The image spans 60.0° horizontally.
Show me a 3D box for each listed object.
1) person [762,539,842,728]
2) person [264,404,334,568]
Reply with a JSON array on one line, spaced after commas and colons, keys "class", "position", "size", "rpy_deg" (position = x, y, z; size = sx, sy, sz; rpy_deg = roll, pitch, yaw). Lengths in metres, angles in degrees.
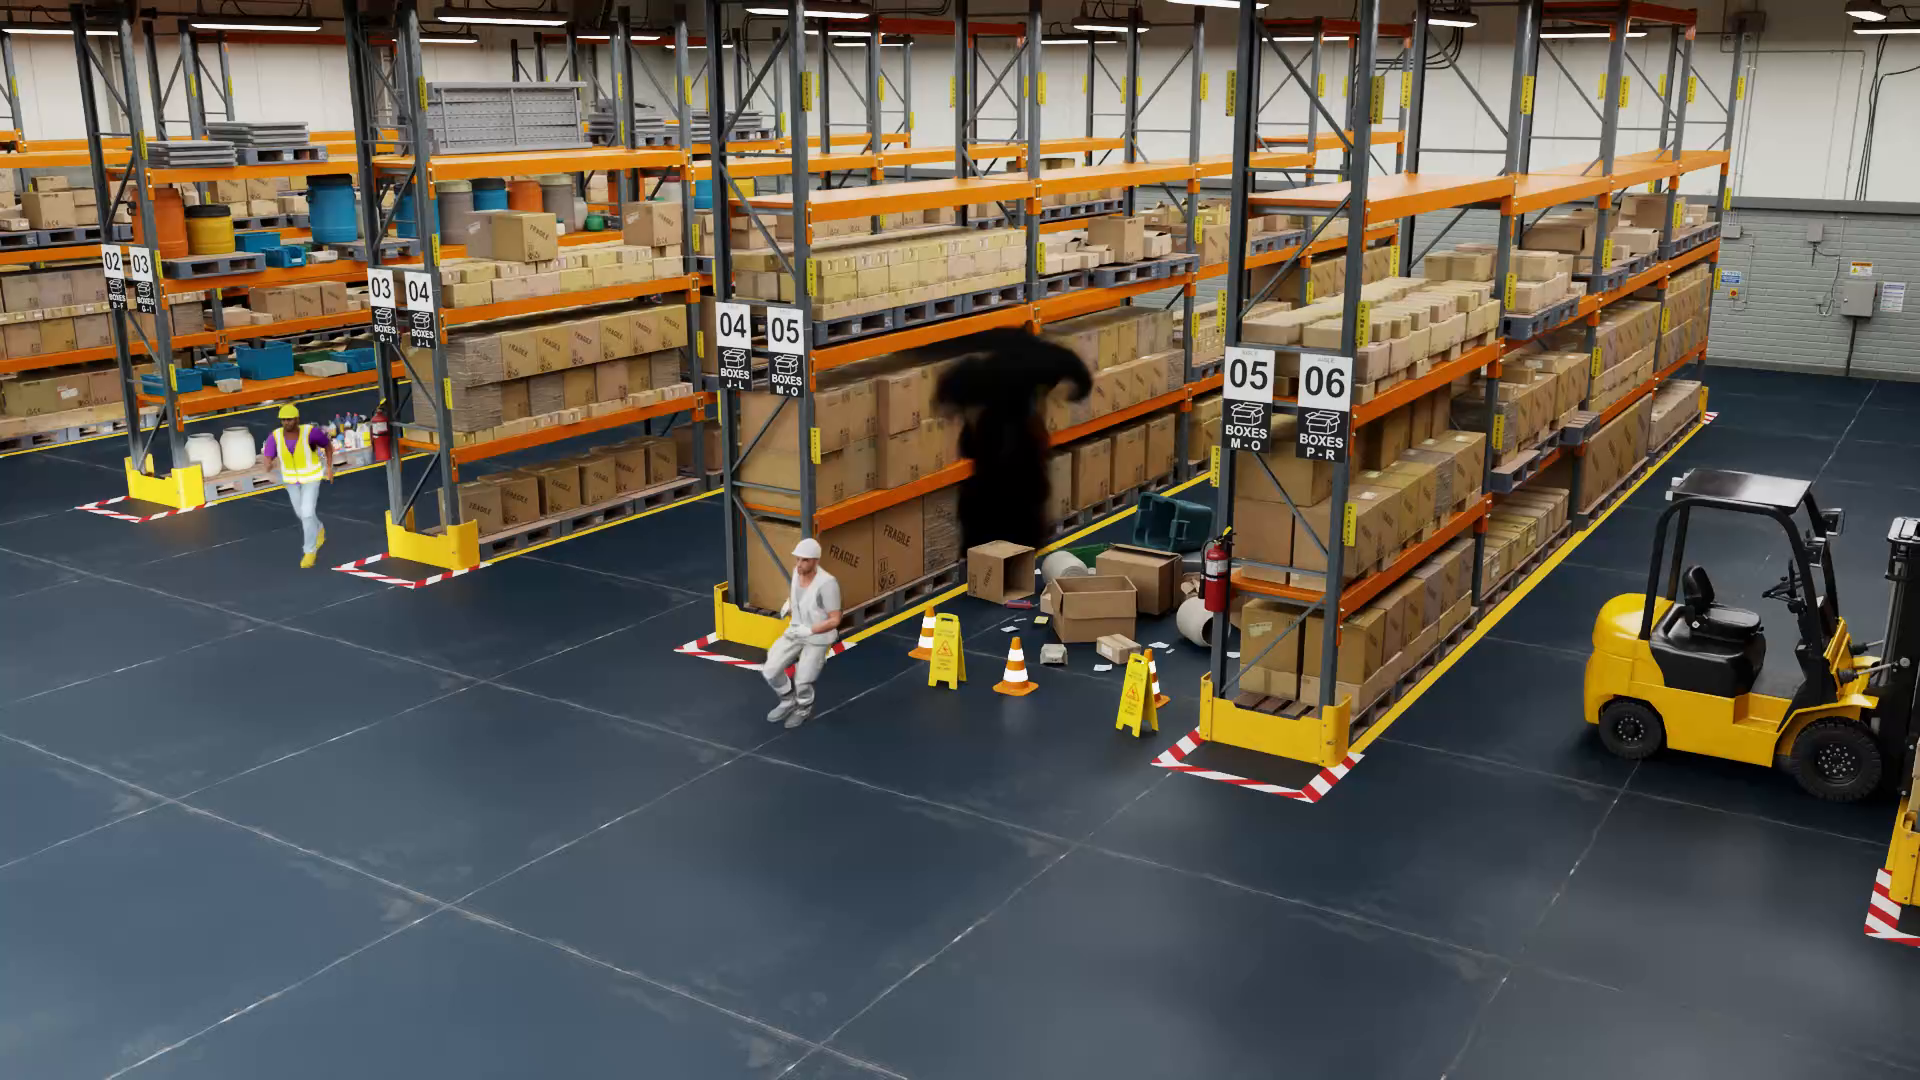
[{"class": "person", "position": [-1.263, 0.778, 13.316], "size": [0.830, 1.686, 0.735], "rpy_deg": [8, 18, 27]}, {"class": "person", "position": [-7.228, -0.679, 18.204], "size": [0.660, 1.665, 0.982], "rpy_deg": [0, 16, 0]}]
